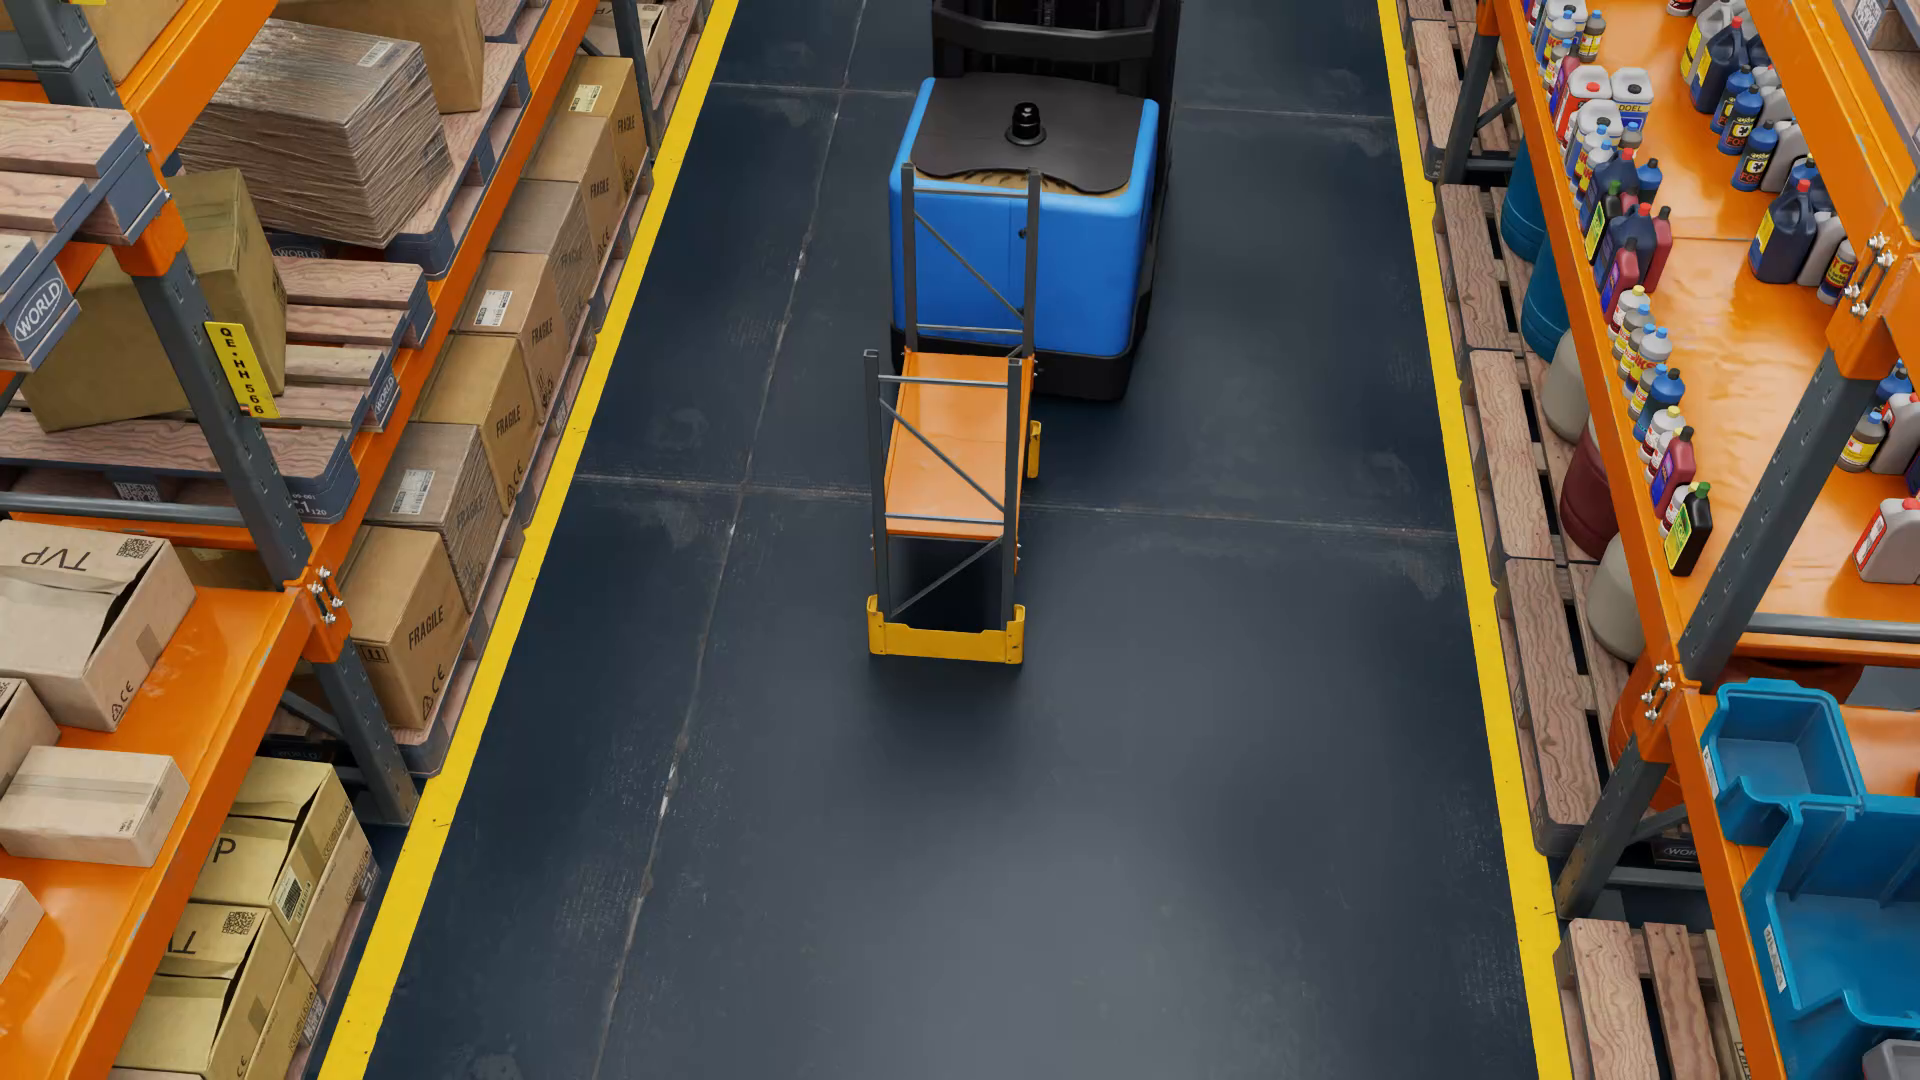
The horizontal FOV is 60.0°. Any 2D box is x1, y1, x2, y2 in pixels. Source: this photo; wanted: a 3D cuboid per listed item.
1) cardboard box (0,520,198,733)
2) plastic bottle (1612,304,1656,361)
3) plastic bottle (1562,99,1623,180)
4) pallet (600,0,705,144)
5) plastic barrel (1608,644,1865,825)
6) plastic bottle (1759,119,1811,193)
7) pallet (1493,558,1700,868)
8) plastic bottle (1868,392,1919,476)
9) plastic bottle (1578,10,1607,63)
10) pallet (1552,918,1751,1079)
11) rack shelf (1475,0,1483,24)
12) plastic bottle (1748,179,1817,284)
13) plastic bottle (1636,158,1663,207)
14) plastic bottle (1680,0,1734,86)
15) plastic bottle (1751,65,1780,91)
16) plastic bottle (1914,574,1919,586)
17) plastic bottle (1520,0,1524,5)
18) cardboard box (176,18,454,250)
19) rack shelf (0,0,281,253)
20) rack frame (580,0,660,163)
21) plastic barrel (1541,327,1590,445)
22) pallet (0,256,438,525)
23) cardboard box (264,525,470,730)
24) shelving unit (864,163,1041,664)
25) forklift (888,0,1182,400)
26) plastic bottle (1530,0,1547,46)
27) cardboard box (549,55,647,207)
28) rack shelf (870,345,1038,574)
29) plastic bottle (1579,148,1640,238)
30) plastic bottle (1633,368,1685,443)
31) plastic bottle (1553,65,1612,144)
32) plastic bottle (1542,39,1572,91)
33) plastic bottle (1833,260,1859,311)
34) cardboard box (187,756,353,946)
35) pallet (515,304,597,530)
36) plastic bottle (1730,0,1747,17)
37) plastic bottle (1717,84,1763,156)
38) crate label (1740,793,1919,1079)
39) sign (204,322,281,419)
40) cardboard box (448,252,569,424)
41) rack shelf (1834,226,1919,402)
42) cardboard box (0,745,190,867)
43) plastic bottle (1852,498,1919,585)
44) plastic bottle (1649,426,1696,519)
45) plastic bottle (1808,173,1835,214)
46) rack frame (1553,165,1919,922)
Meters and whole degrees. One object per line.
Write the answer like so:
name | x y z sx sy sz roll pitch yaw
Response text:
cardboard box | -2.497 0.211 4.584 0.500 0.311 0.500 7 48 6
plastic bottle | 2.227 -0.688 5.482 0.097 0.201 0.097 0 48 0
plastic bottle | 2.349 -1.479 6.154 0.152 0.276 0.135 4 48 4
pallet | -1.993 -2.586 8.972 1.003 0.211 1.213 4 48 4
plastic barrel | 2.539 0.483 5.462 0.600 0.830 0.708 4 48 4
plastic bottle | 3.050 -1.425 6.105 0.152 0.276 0.135 4 48 4
pallet | 2.542 0.612 6.047 1.003 0.211 1.213 4 48 4
plastic bottle | 2.915 -0.342 5.114 0.152 0.276 0.135 4 48 4
plastic bottle | 2.547 -2.041 6.719 0.097 0.201 0.097 0 48 0
pallet | 2.402 1.761 4.997 1.003 0.211 1.213 4 48 4
rack shelf | 3.058 -3.913 8.784 1.077 0.370 4.000 4 48 4
plastic bottle | 2.854 -1.074 5.733 0.144 0.351 0.185 4 48 4
plastic bottle | 2.437 -1.242 5.940 0.097 0.271 0.097 0 48 0
plastic bottle | 2.975 -1.982 6.564 0.144 0.351 0.185 4 48 4
plastic bottle | 3.083 -1.694 6.351 0.152 0.276 0.135 4 48 4
plastic bottle | 2.873 -0.002 4.803 0.152 0.276 0.135 4 48 4
plastic bottle | 2.418 -2.406 6.997 0.061 0.283 0.133 4 48 4
cardboard box | -2.202 -1.388 5.635 0.700 0.500 0.500 12 49 11
rack shelf | -2.238 -2.322 5.296 1.077 0.370 4.000 4 48 4
rack frame | -2.056 -3.022 7.482 1.000 3.000 0.127 4 48 4
plastic barrel | 2.605 -0.661 6.723 0.421 0.512 0.421 0 48 0
pallet | -2.429 -0.521 5.324 1.213 0.211 1.003 4 48 4
cardboard box | -2.095 0.297 5.842 0.500 0.500 0.500 6 48 5
shelving unit | -0.007 -0.450 6.145 0.587 1.500 1.083 4 48 4
forklift | 0.464 -2.701 7.234 1.130 2.935 3.031 8 48 7
plastic bottle | 2.405 -2.147 6.768 0.097 0.271 0.097 0 48 0
cardboard box | -1.816 -1.945 7.892 0.500 0.500 0.500 4 48 3
rack shelf | -0.008 -0.322 6.272 0.538 0.185 1.000 4 48 4
plastic bottle | 2.313 -1.244 5.889 0.144 0.351 0.185 4 48 4
plastic bottle | 2.191 -0.426 5.194 0.097 0.271 0.097 0 48 0
plastic bottle | 2.370 -1.650 6.310 0.152 0.276 0.135 4 48 4
plastic bottle | 2.375 -1.881 6.572 0.097 0.201 0.097 0 48 0
plastic bottle | 3.024 -0.850 5.574 0.061 0.283 0.133 4 48 4
cardboard box | -2.223 0.915 5.079 0.500 0.311 0.500 5 48 5
pallet | -2.201 -0.582 7.139 1.003 0.211 1.213 4 48 4
plastic bottle | 3.129 -2.065 6.690 0.152 0.276 0.135 4 48 4
plastic bottle | 2.945 -1.589 6.257 0.097 0.271 0.097 0 48 0
crate label | 2.152 0.953 3.822 0.502 0.435 0.616 4 48 4
sign | -1.868 -0.439 4.334 0.100 0.325 0.005 4 48 4
cardboard box | -1.959 -0.840 6.882 0.500 0.500 0.500 2 48 2
rack shelf | 2.329 0.953 2.300 1.077 0.370 4.000 4 48 4
cardboard box | -2.228 0.681 4.264 0.380 0.149 0.250 4 48 4
plastic bottle | 2.722 -0.012 4.812 0.152 0.276 0.135 4 48 4
plastic bottle | 2.145 -0.203 4.982 0.061 0.283 0.133 4 48 4
plastic bottle | 3.018 -1.163 5.814 0.144 0.351 0.185 4 48 4
rack frame | 2.512 0.253 4.486 1.000 3.000 0.127 4 48 4
